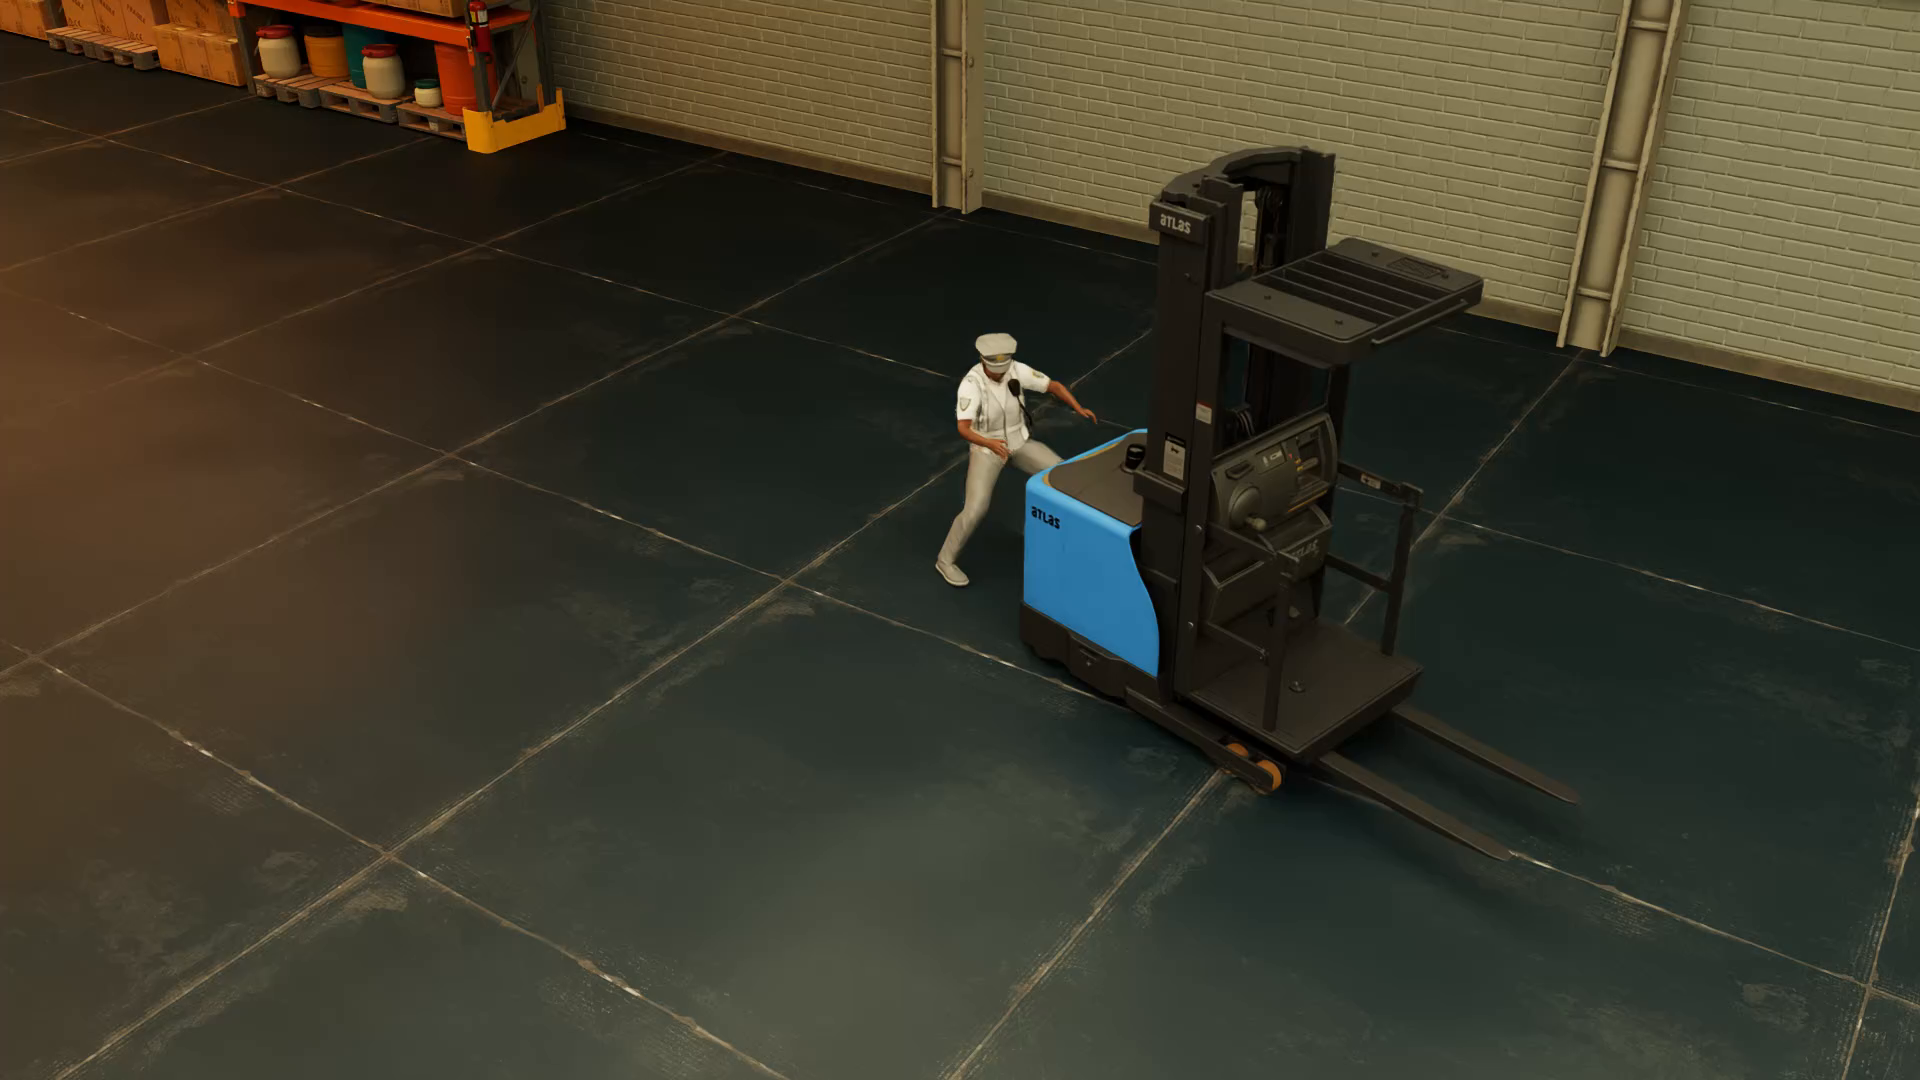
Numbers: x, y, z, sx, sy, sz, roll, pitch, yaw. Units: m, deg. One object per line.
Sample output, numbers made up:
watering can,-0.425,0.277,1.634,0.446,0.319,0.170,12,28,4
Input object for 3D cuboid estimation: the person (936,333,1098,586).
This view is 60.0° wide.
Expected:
person,0.304,-0.507,9.933,0.942,1.447,0.728,-11,32,-18

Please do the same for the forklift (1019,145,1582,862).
forklift,1.702,-0.289,8.079,1.130,2.935,3.031,-25,38,-36
